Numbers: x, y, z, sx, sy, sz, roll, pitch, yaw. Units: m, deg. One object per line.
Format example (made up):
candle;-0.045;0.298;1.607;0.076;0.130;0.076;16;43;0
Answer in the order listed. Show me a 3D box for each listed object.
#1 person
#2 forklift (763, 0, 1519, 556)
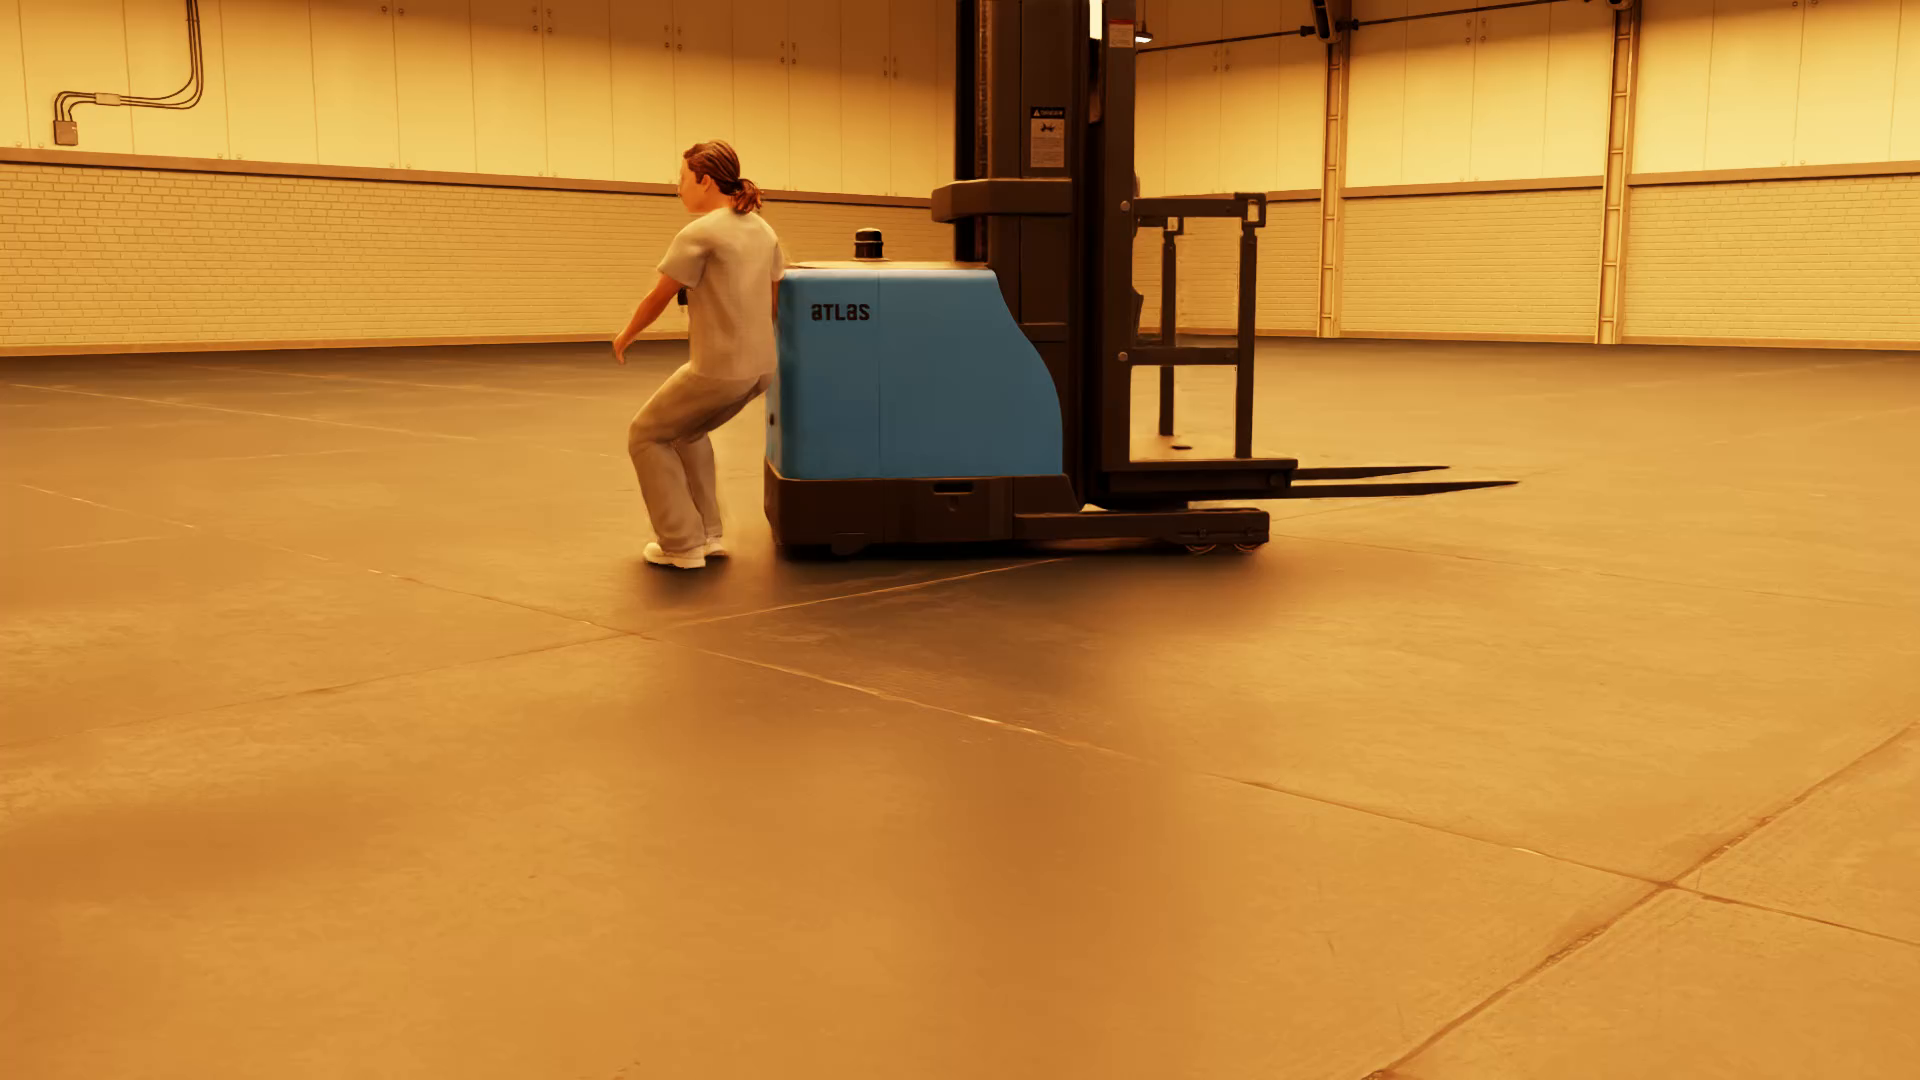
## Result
person;-0.937;-0.626;5.985;0.618;1.578;0.680;4;10;26
forklift;0.739;-1.474;6.663;3.031;2.935;1.130;-2;9;-10
